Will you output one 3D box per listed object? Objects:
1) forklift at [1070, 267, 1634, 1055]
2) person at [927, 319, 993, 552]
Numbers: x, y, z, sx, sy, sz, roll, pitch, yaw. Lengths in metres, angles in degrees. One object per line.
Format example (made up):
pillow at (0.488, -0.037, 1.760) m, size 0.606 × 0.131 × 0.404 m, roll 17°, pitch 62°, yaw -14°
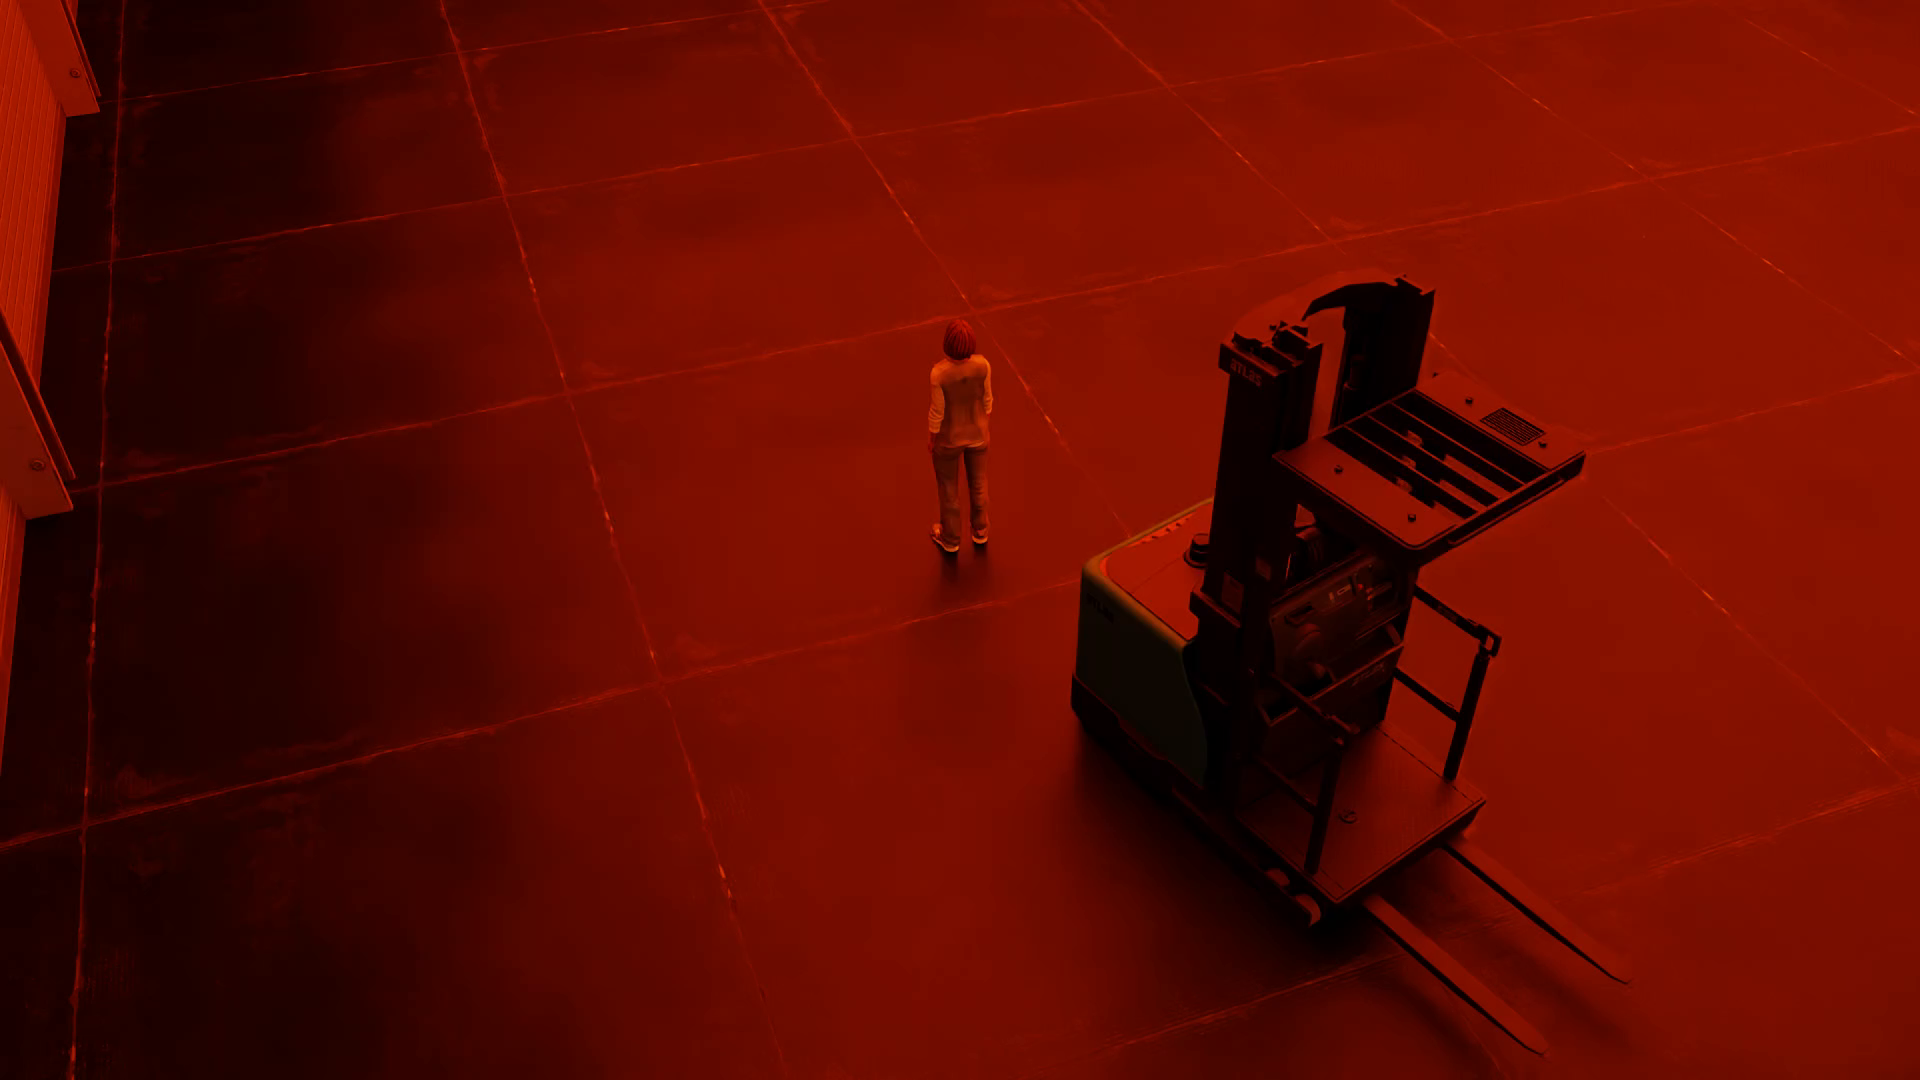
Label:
forklift at (1.891, 0.388, 7.534) m, size 1.130 × 2.935 × 3.031 m, roll -26°, pitch 46°, yaw -27°
person at (-0.003, -0.612, 9.762) m, size 0.409 × 1.602 × 0.327 m, roll -13°, pitch 42°, yaw -15°
